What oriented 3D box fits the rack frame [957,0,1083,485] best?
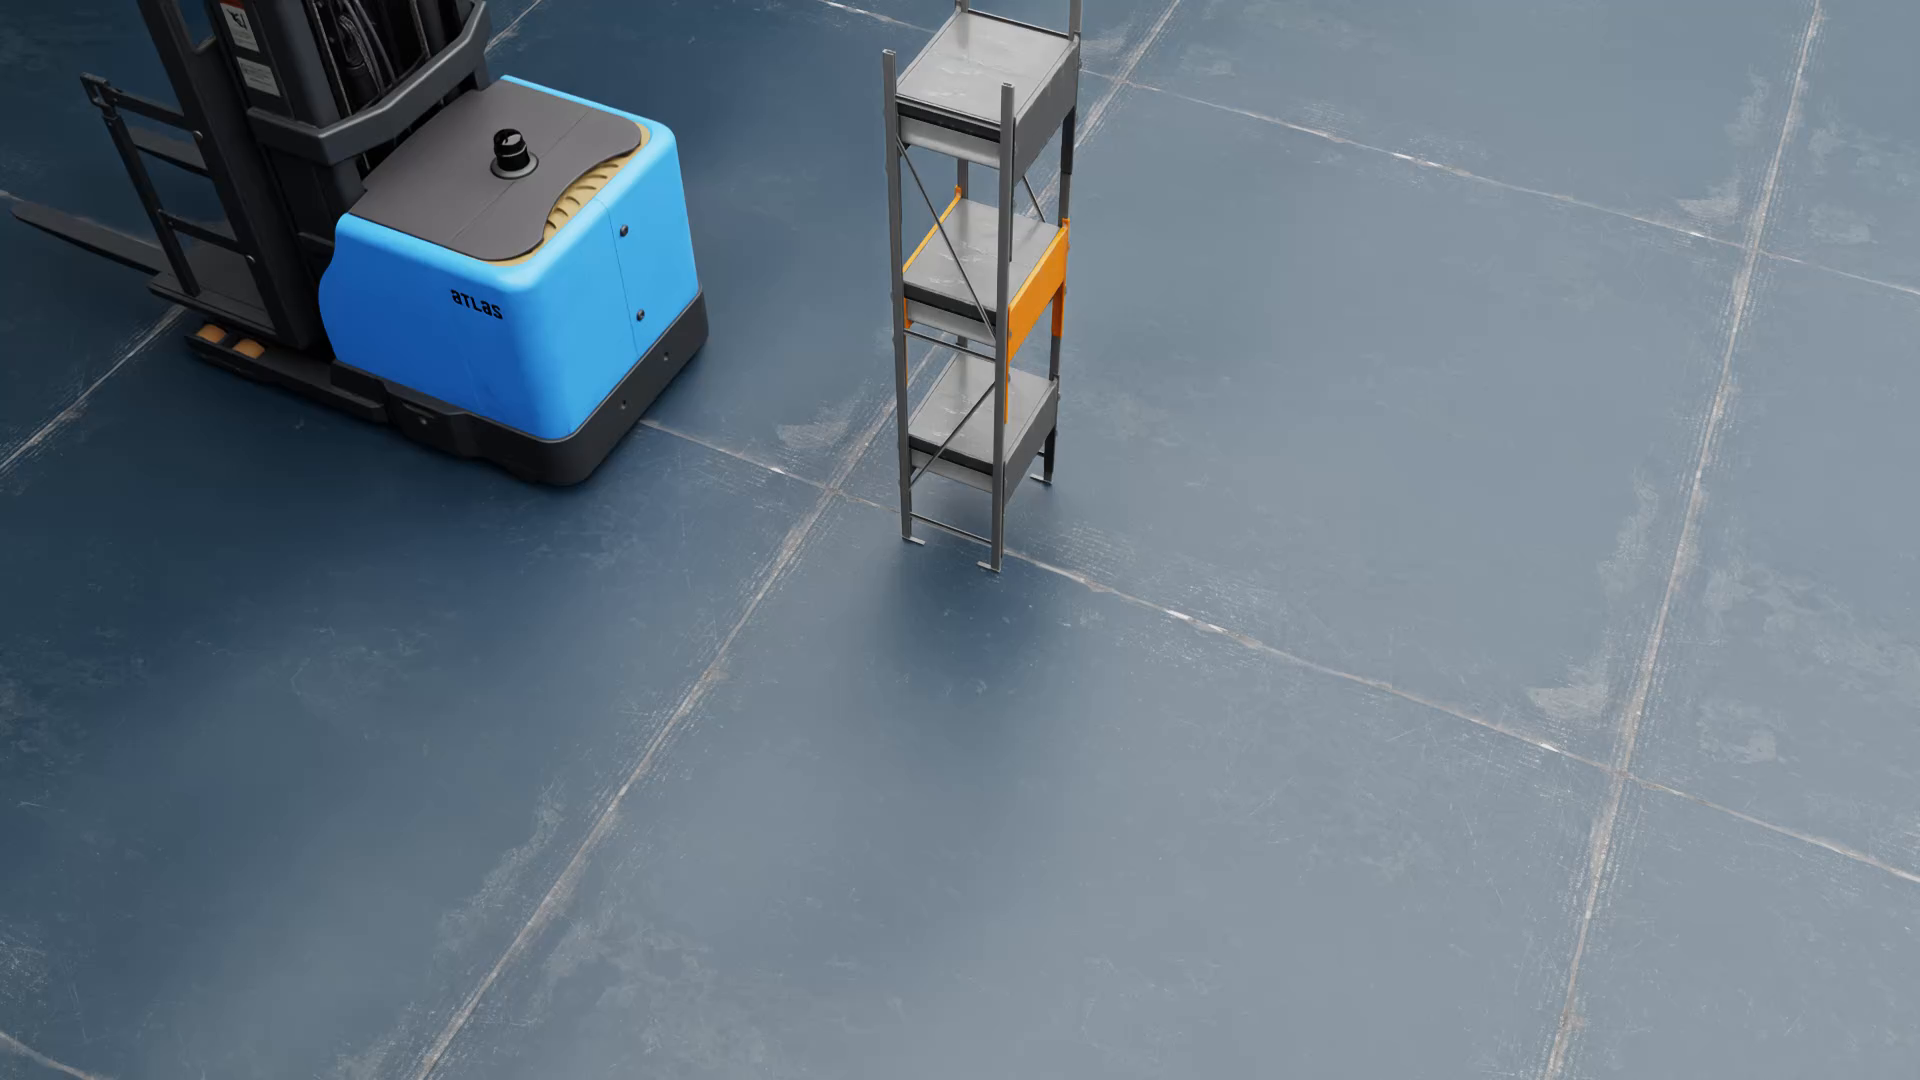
[{"bbox_3d":[0.175,-0.962,5.690,0.400,2.100,0.015,20,52,16],"label":"rack frame"}]

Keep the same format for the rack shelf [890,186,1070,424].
[{"bbox_3d":[0.071,-0.786,5.558,0.431,0.518,0.480,20,52,16],"label":"rack shelf"}]

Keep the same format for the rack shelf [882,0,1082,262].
[{"bbox_3d":[0.071,-1.239,5.025,0.431,0.518,0.480,20,52,16],"label":"rack shelf"}]

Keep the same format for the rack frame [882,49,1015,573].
[{"bbox_3d":[-0.034,-0.626,5.404,0.400,2.100,0.015,20,52,16],"label":"rack frame"}]

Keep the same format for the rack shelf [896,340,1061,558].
[{"bbox_3d":[0.071,-0.332,6.091,0.431,0.518,0.480,20,52,16],"label":"rack shelf"}]

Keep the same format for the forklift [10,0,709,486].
[{"bbox_3d":[-2.594,-1.947,5.983,3.031,2.935,1.130,20,53,17],"label":"forklift"}]

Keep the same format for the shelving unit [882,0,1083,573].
[{"bbox_3d":[0.071,-0.794,5.547,0.431,2.100,0.503,20,52,16],"label":"shelving unit"}]
